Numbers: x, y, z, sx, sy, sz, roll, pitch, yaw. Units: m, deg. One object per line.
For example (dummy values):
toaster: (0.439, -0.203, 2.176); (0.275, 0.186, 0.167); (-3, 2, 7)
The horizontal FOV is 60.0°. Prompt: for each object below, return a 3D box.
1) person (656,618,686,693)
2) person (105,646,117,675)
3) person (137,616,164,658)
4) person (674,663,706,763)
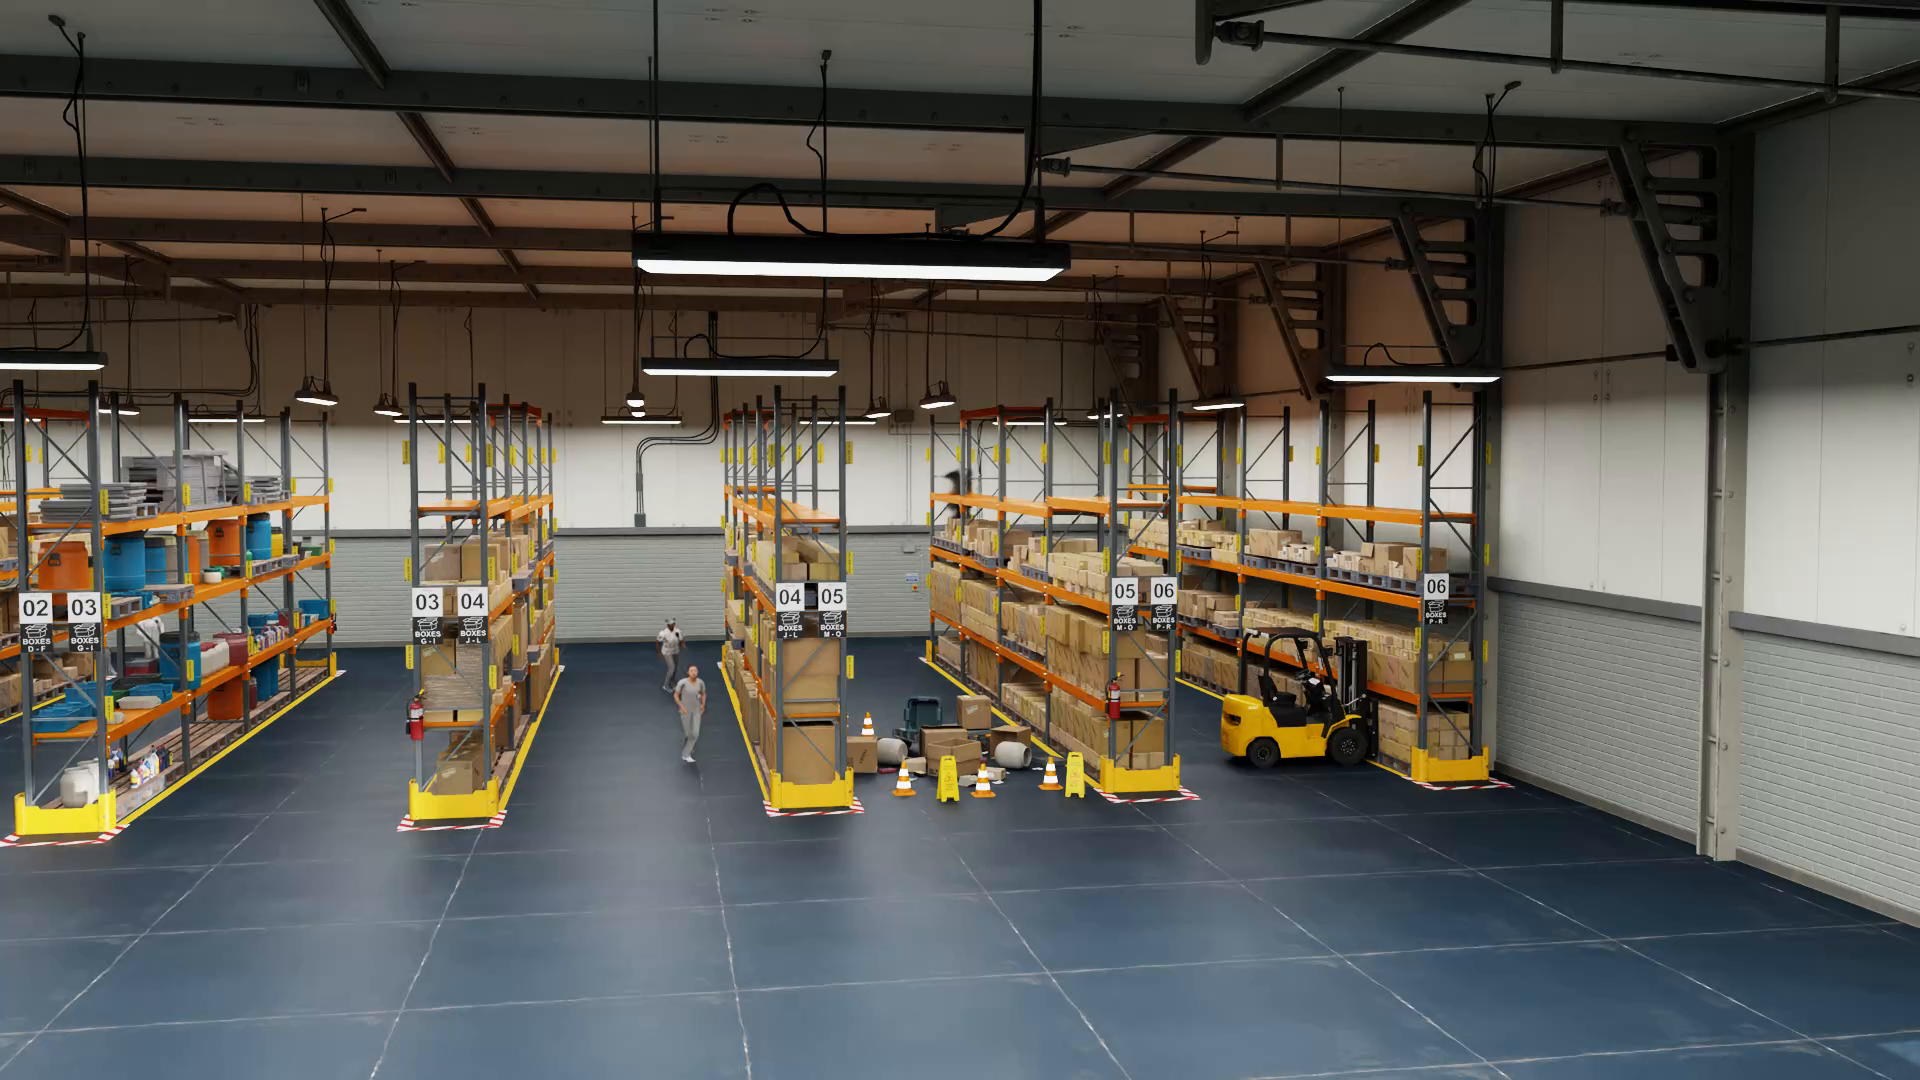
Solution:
person: (-6.083, 2.448, 35.286); (0.781, 1.639, 0.601); (2, 4, 39)
person: (-19.654, 2.238, 37.946); (0.891, 1.696, 0.647); (0, 3, -8)
person: (-18.040, 2.297, 37.069); (0.557, 1.725, 0.768); (-1, 3, -27)
person: (-4.452, 2.820, 27.357); (0.556, 1.619, 0.571); (-1, 3, -23)
